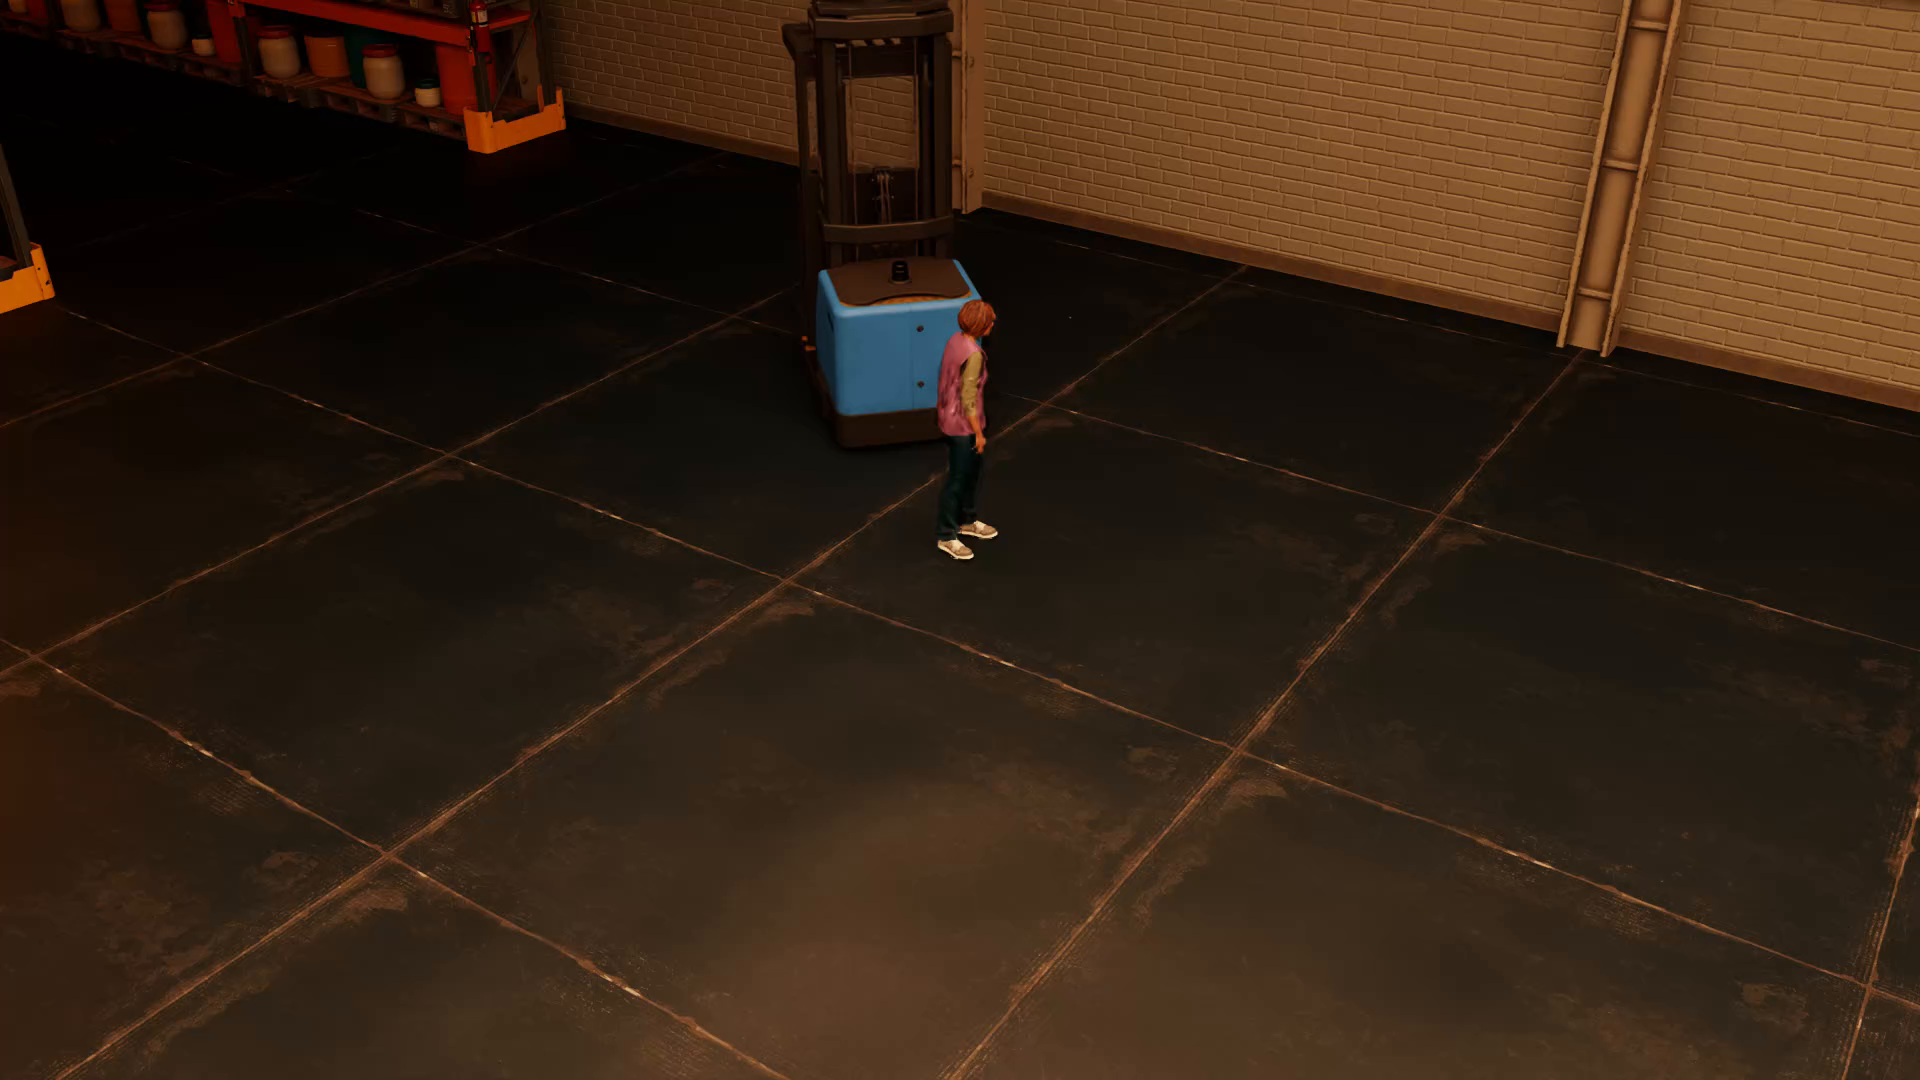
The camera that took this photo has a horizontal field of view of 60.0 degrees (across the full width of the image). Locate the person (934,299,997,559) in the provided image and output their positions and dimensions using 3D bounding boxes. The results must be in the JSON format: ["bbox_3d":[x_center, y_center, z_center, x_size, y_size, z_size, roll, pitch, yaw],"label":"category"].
[{"bbox_3d":[0.031,-0.690,10.104,0.417,1.592,0.525,-7,31,-11],"label":"person"}]

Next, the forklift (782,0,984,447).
[{"bbox_3d":[-0.649,-2.631,12.113,1.130,2.935,3.031,-6,31,-11],"label":"forklift"}]
